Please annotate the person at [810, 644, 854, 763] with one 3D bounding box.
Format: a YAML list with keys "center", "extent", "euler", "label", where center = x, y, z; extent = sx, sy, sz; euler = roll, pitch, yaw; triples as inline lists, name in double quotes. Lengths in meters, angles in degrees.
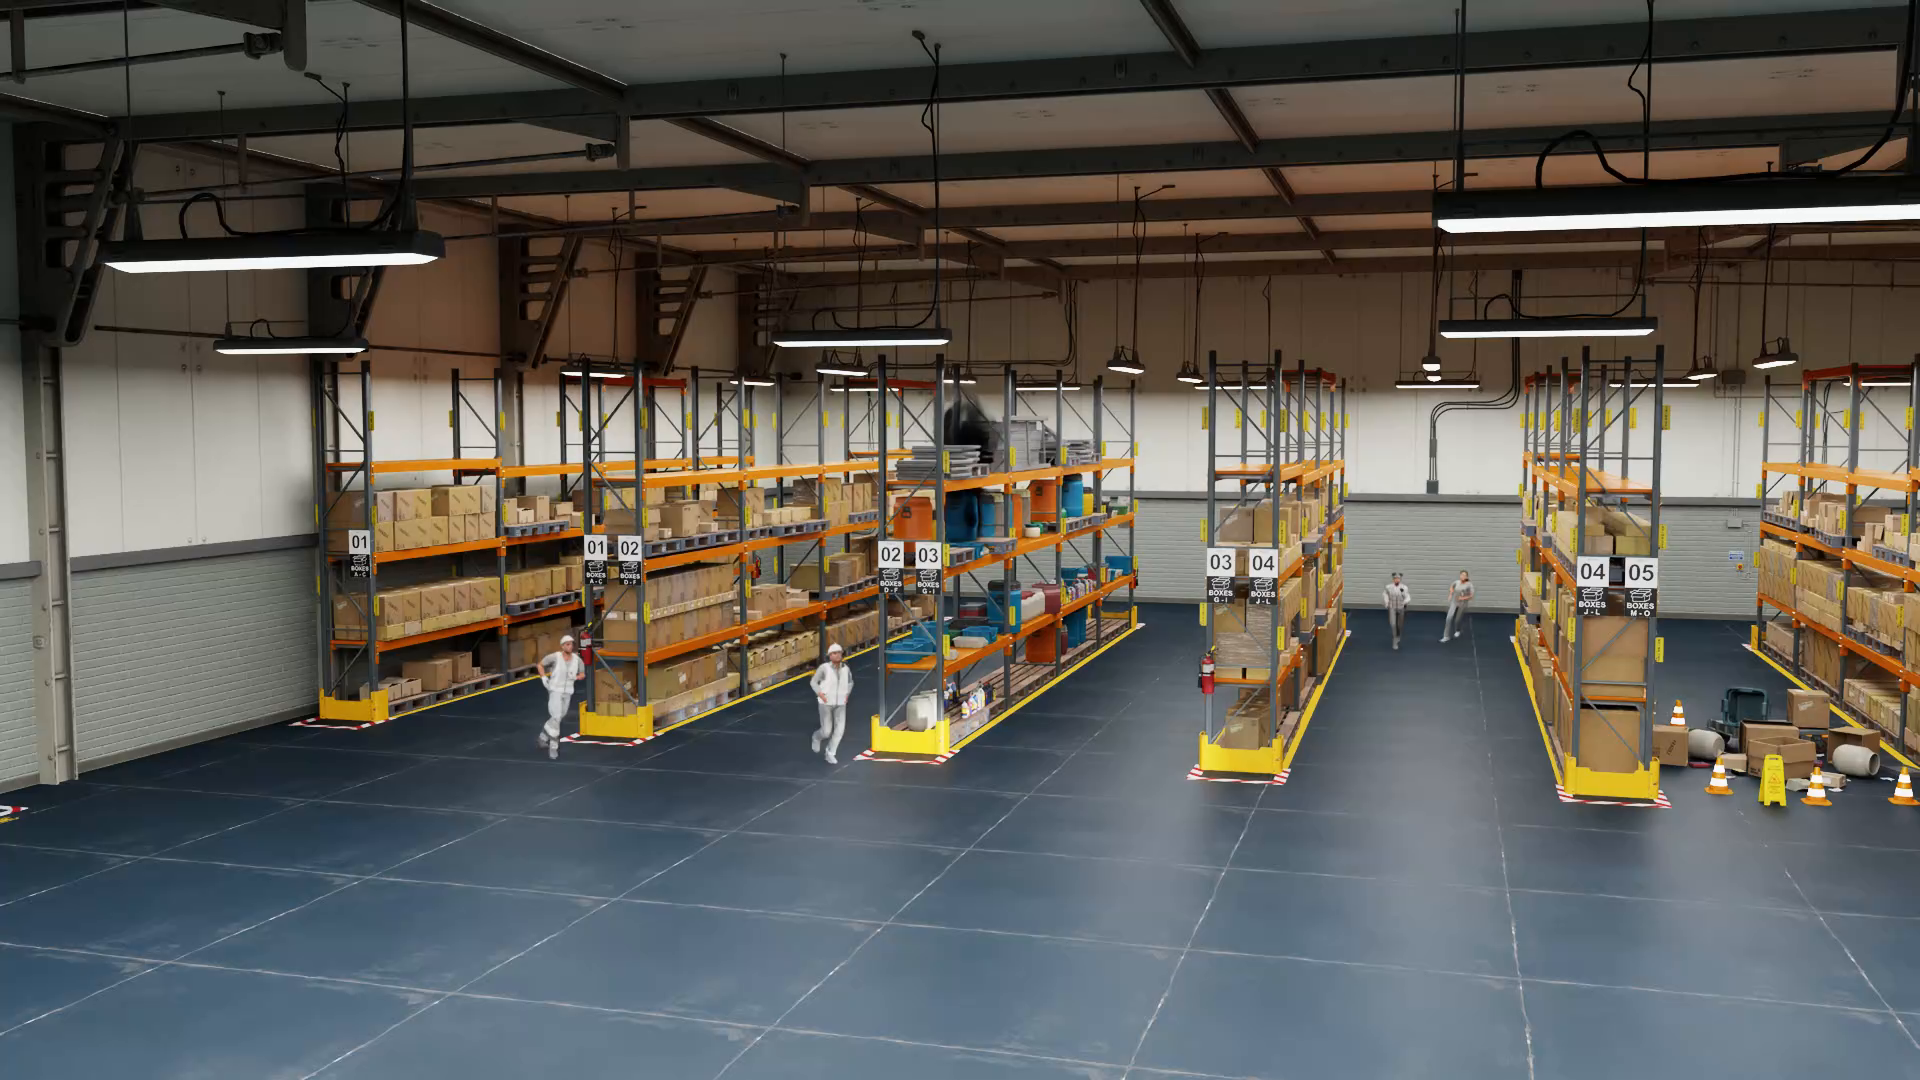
- center: [-1.876, 2.395, 24.558]
  extent: [0.681, 1.736, 0.622]
  euler: [-2, 4, -24]
  label: "person"

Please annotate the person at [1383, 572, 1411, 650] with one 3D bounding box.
- center: [9.654, 1.542, 36.769]
  extent: [0.586, 1.696, 0.892]
  euler: [1, 4, 11]
  label: "person"

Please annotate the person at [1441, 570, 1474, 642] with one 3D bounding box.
- center: [11.369, 1.487, 37.711]
  extent: [0.601, 1.633, 0.928]
  euler: [3, 5, 36]
  label: "person"

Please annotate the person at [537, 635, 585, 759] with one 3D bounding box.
- center: [-6.032, 2.343, 25.129]
  extent: [0.696, 1.830, 0.787]
  euler: [-3, 5, -39]
  label: "person"
